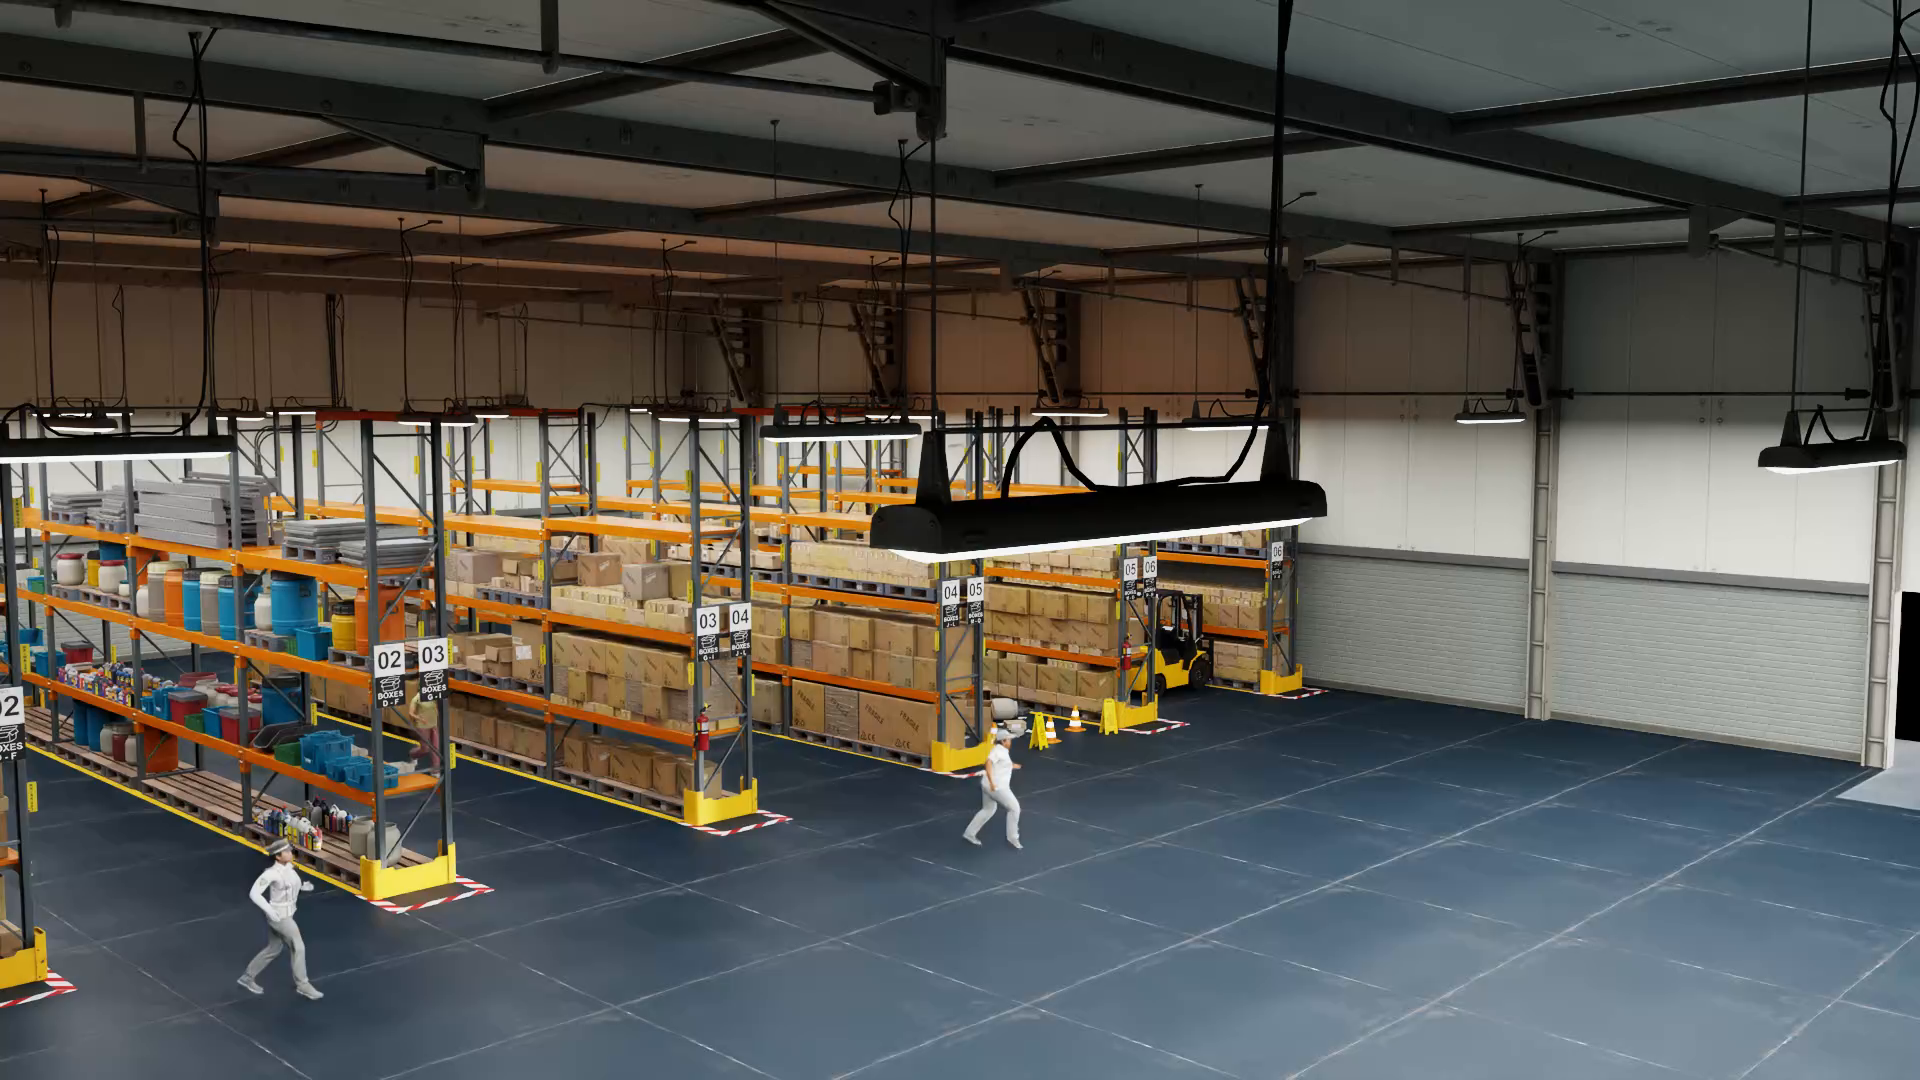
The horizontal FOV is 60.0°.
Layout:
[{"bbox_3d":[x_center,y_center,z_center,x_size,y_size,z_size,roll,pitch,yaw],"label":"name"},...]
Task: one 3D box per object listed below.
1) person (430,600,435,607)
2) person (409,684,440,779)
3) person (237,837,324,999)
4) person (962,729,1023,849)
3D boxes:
[{"bbox_3d":[-12.583,1.971,39.929,0.785,1.785,0.778,5,7,42],"label":"person"},{"bbox_3d":[-8.794,3.090,27.456,0.875,1.640,0.593,4,7,40],"label":"person"},{"bbox_3d":[-7.114,3.948,17.369,0.857,1.731,0.592,-1,5,-11],"label":"person"},{"bbox_3d":[0.455,3.478,23.040,0.861,1.713,0.627,-1,5,-12],"label":"person"}]
